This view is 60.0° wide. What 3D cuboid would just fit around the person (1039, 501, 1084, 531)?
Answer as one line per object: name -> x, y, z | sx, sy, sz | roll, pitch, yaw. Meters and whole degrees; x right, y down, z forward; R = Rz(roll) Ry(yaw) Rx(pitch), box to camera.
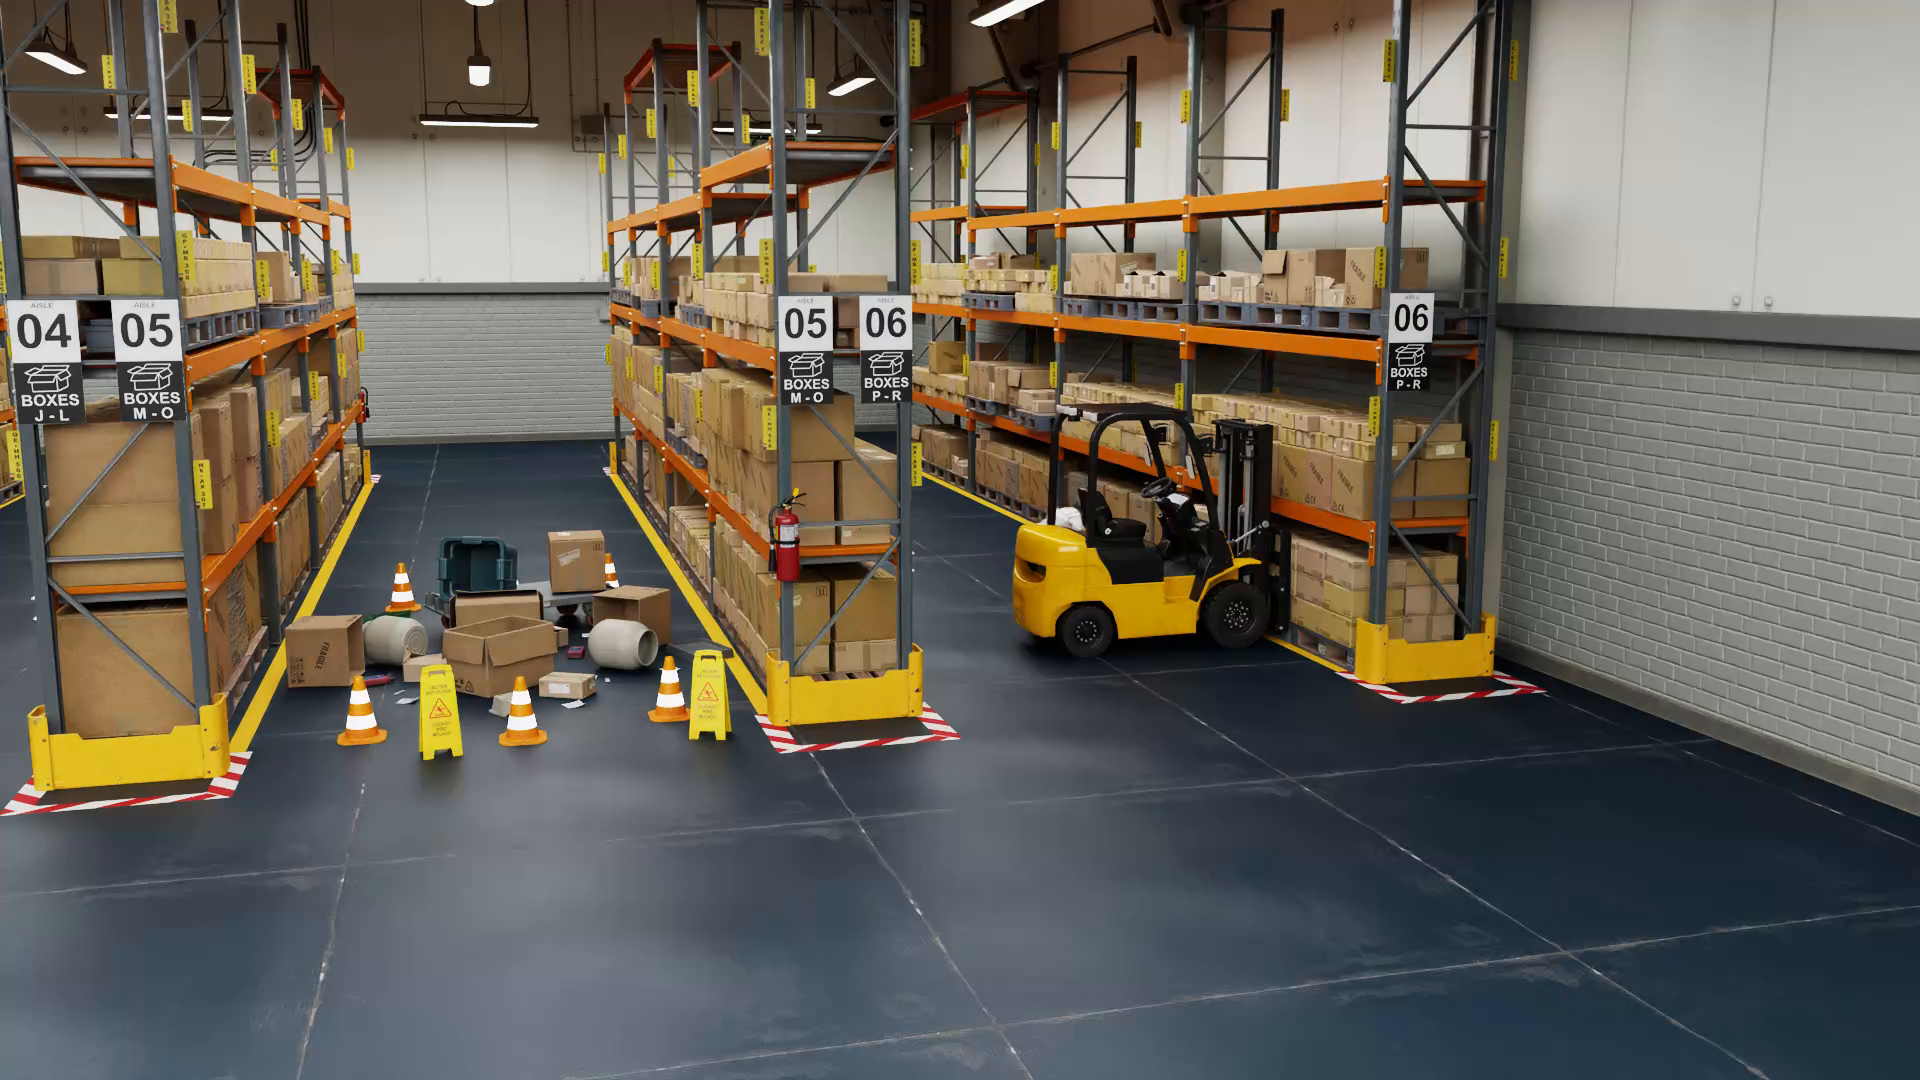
person -> 1.005, 0.142, 16.746 | 0.827, 1.108, 0.537 | -3, 10, -16
